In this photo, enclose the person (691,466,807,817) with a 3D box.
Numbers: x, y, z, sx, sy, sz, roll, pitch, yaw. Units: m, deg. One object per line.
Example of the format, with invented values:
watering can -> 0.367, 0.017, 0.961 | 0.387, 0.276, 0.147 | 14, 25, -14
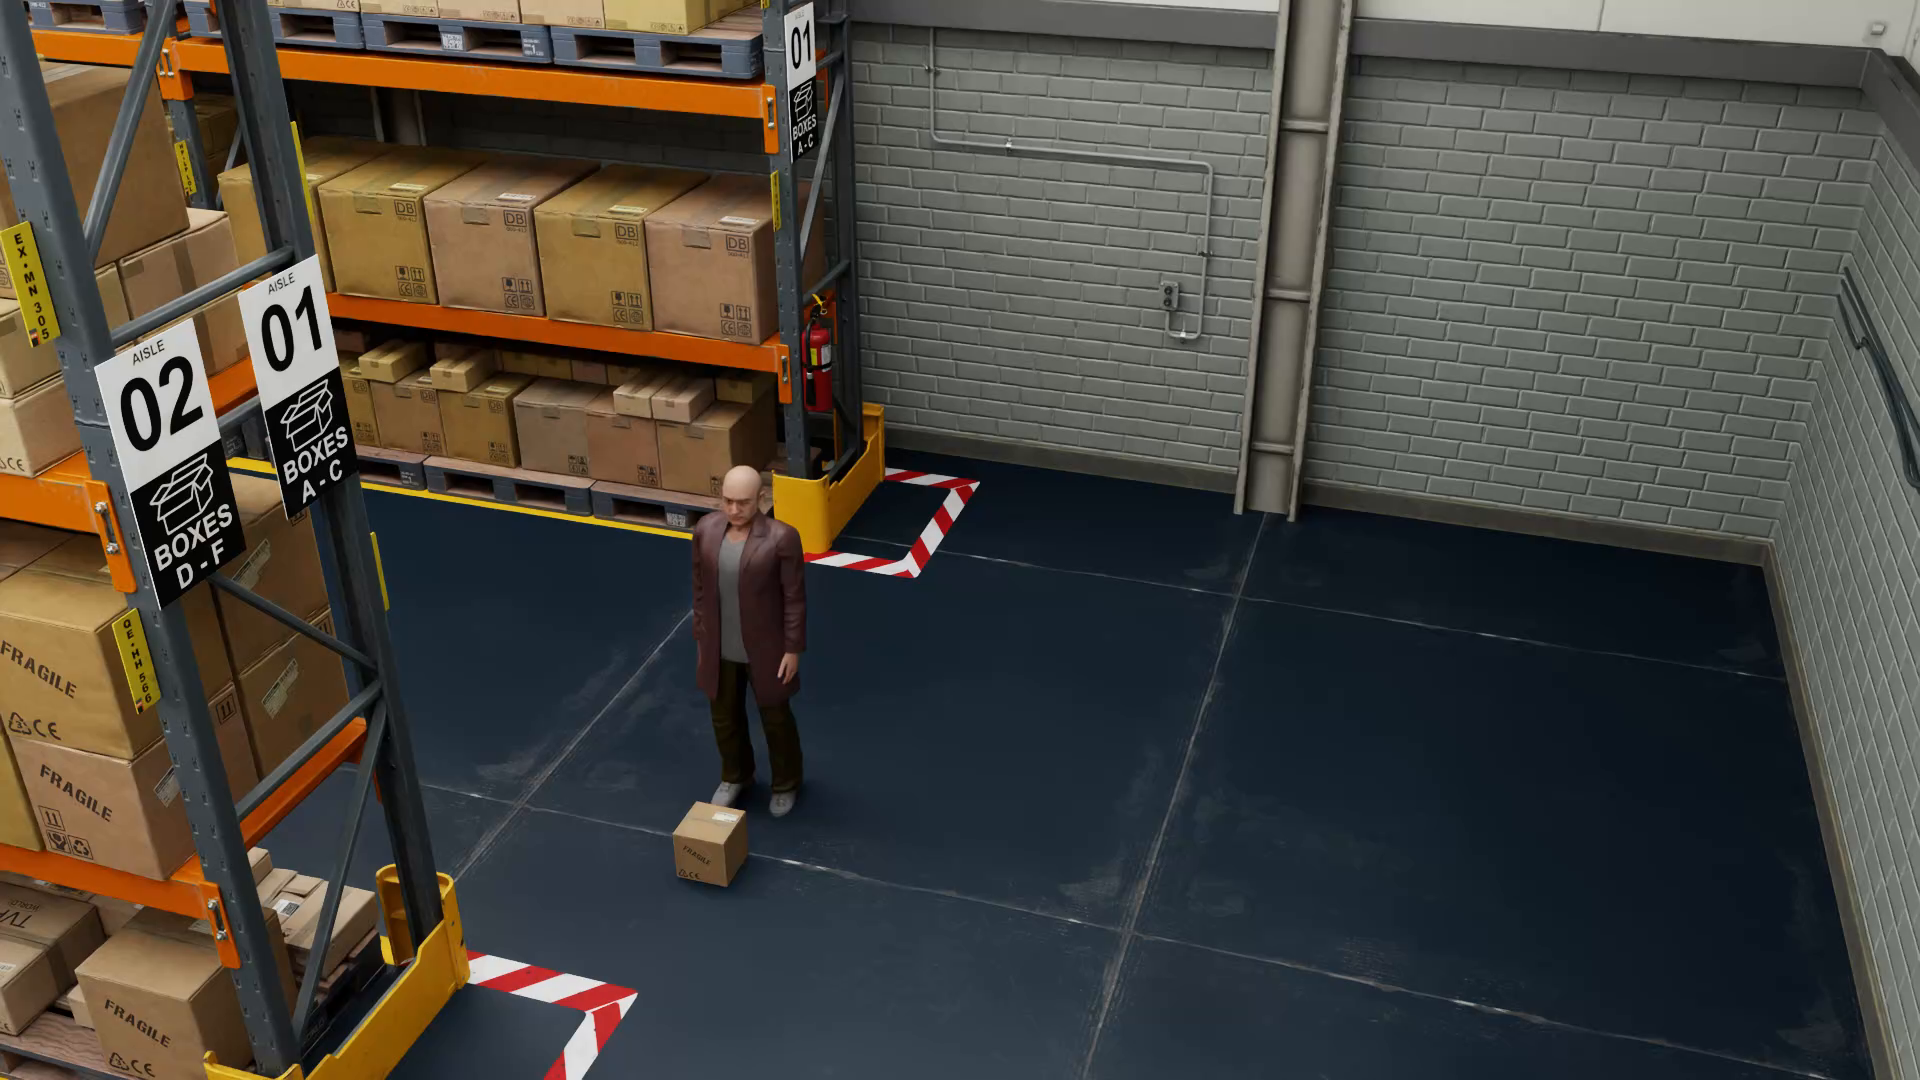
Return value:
person -> -0.970, 0.505, 7.674 | 0.564, 1.835, 0.443 | 9, 30, 16
